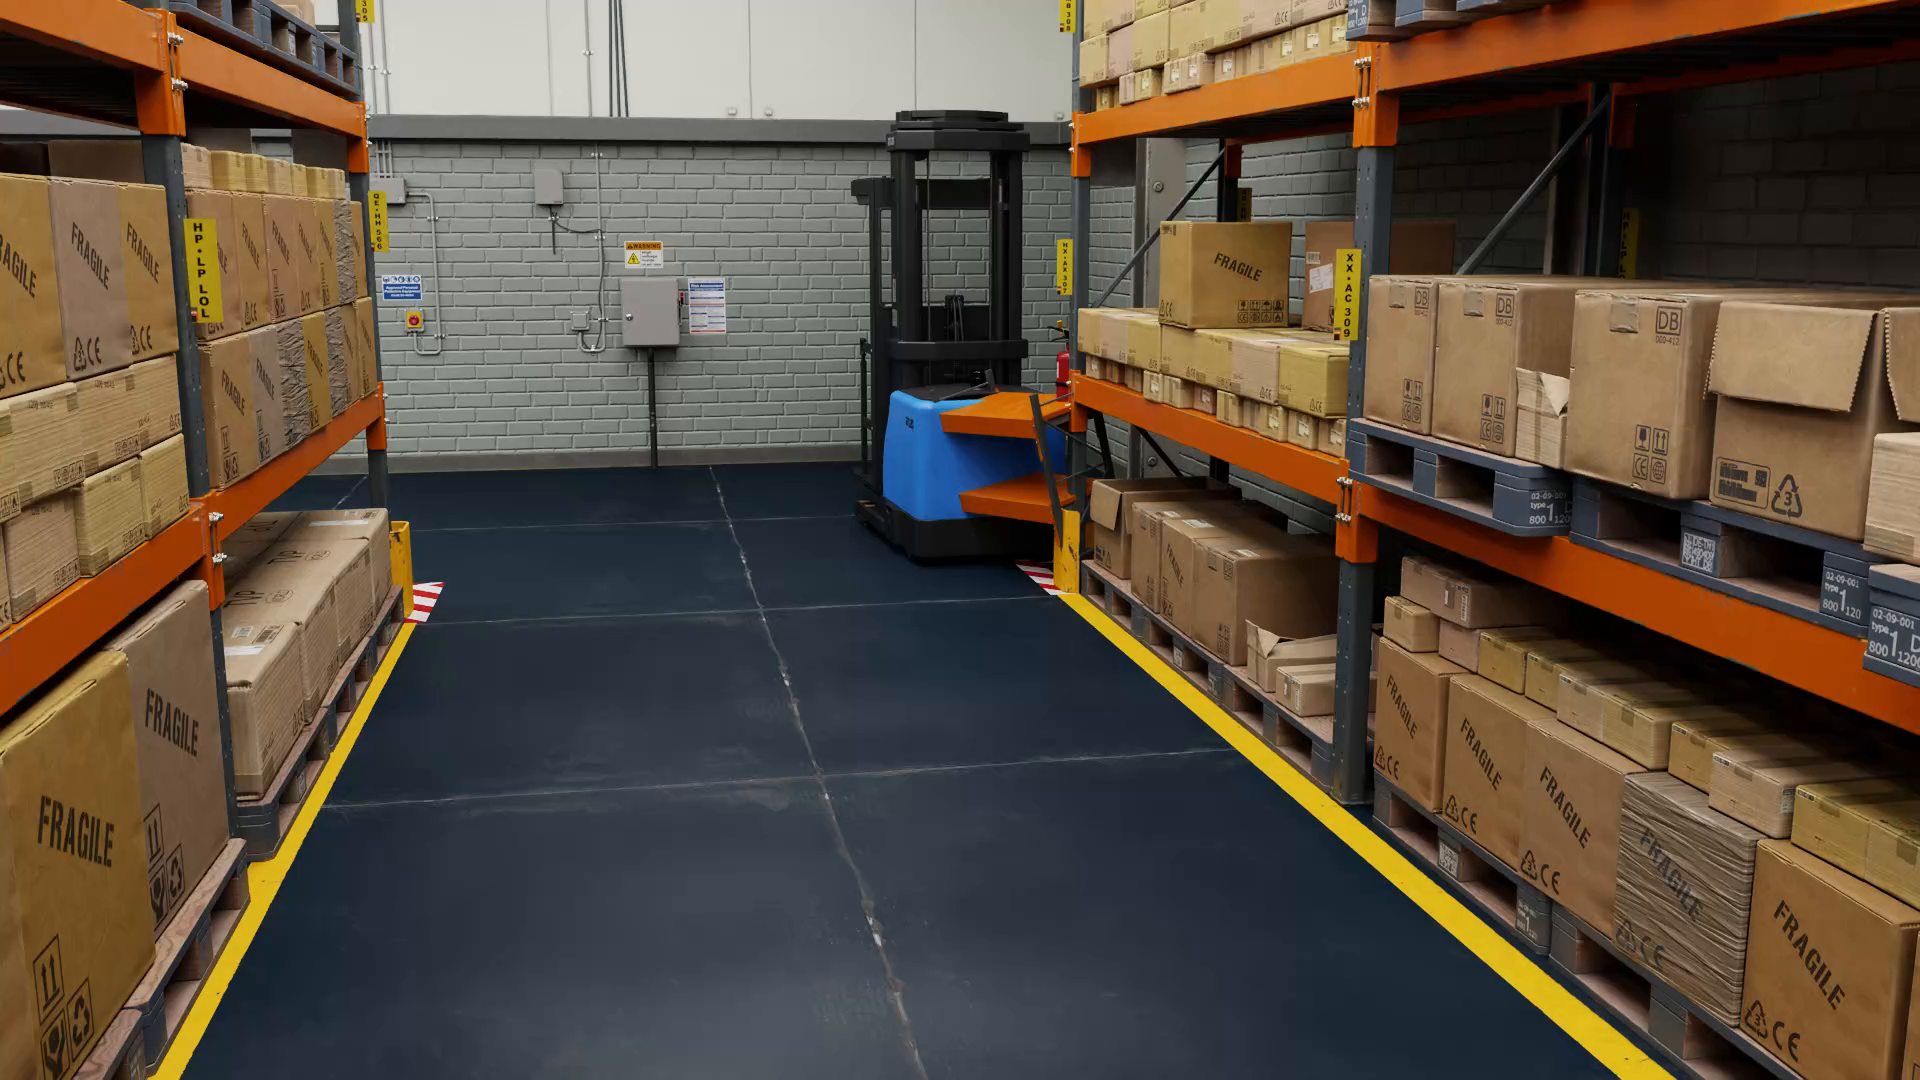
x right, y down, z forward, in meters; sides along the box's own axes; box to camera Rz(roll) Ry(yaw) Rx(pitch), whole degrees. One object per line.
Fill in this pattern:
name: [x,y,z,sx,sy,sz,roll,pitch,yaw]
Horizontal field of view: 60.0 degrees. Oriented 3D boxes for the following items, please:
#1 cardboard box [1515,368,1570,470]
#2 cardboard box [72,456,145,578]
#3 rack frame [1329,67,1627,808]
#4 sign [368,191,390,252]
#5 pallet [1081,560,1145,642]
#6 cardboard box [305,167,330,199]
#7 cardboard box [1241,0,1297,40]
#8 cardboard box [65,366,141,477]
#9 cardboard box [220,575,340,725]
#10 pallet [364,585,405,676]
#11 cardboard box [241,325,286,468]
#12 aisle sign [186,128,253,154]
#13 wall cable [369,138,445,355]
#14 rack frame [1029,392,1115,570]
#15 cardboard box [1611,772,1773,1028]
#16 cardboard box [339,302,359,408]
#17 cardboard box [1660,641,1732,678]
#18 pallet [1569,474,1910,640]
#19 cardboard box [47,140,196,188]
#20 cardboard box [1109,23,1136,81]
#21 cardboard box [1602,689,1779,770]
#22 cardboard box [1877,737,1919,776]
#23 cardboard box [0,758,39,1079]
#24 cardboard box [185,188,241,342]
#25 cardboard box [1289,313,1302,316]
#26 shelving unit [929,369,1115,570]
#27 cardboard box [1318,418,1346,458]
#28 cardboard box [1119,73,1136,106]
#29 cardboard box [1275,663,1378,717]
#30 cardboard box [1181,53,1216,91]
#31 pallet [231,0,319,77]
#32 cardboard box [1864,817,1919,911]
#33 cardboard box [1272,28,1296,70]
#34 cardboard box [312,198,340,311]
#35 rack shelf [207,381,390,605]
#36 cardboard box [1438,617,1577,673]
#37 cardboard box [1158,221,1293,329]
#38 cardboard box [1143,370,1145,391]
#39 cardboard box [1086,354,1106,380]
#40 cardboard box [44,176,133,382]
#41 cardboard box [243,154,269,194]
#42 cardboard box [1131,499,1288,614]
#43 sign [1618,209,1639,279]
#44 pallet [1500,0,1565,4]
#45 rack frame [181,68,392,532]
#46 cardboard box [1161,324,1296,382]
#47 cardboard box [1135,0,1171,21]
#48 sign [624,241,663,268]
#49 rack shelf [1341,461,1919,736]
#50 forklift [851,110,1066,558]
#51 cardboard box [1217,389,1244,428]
cardboard box: [1.830,-0.354,4.772,0.396,0.266,0.258,-2,11,-8]
cardboard box: [-2.500,-0.061,4.398,0.500,0.250,0.500,-2,11,-12]
rack frame: [1.936,-0.483,6.211,1.000,3.000,0.127,-2,11,-11]
sign: [-3.175,-1.738,9.073,0.100,0.325,0.005,-2,11,-11]
pallet: [1.329,0.314,9.485,1.003,0.211,1.213,-2,11,-11]
cardboard box: [-3.230,-1.698,7.919,0.380,0.149,0.250,-2,11,-10]
cardboard box: [1.485,-2.203,6.832,0.500,0.250,0.500,-3,11,-13]
cardboard box: [-2.503,-0.310,4.367,0.500,0.250,0.500,-2,11,-10]
cardboard box: [-3.124,0.468,6.947,0.875,0.438,0.875,-2,11,-13]
pallet: [-3.478,0.478,8.618,1.003,0.211,1.213,-2,11,-11]
cardboard box: [-2.860,-0.539,6.237,0.500,0.500,0.500,-2,11,-11]
aisle sign: [-4.009,-2.315,8.884,0.394,0.787,0.004,-2,11,-11]
wall cable: [-4.830,-2.583,14.444,0.585,1.953,0.123,-2,11,-11]
rack frame: [0.726,-0.402,10.049,0.500,1.125,0.032,-23,19,-32]
cardboard box: [2.110,0.920,4.402,0.500,0.500,0.500,-3,11,-13]
cardboard box: [-3.274,-0.913,8.203,0.500,0.500,0.500,-2,11,-12]
cardboard box: [2.478,0.416,5.318,0.380,0.149,0.250,-3,11,-14]
pallet: [2.331,-0.011,4.247,1.003,0.211,1.213,-2,11,-11]
cardboard box: [-2.739,-1.228,5.449,0.380,0.149,0.250,-2,11,-12]
cardboard box: [1.095,-2.579,8.805,0.500,0.250,0.500,-2,11,-10]
cardboard box: [2.060,0.533,4.702,0.380,0.149,0.250,-2,11,-9]
cardboard box: [2.614,0.612,4.288,0.380,0.149,0.250,-2,11,-11]
cardboard box: [-2.376,0.976,3.105,0.875,0.875,0.875,-2,11,-10]
cardboard box: [-2.787,-0.938,5.661,0.500,0.500,0.500,-2,11,-11]
cardboard box: [1.607,-1.120,9.162,0.500,0.250,0.500,-2,11,-11]
shelving unit: [0.425,-0.452,10.456,0.538,1.125,1.048,-23,19,-32]
cardboard box: [1.626,-0.409,6.493,0.380,0.149,0.250,-2,11,-10]
cardboard box: [1.049,-2.355,8.699,0.380,0.149,0.250,-2,11,-10]
cardboard box: [1.540,0.620,6.919,0.380,0.149,0.250,-2,11,-13]
cardboard box: [1.248,-2.169,7.722,0.380,0.149,0.250,-2,11,-10]
pallet: [-3.315,-2.105,6.950,1.003,0.211,1.213,-2,11,-11]
cardboard box: [2.271,0.724,3.700,0.380,0.149,0.250,-2,11,-9]
cardboard box: [1.488,-1.983,6.741,0.380,0.149,0.250,-2,11,-9]
cardboard box: [-3.159,-1.310,7.616,0.500,0.500,0.500,-2,11,-11]
rack shelf: [-3.321,-0.315,7.253,1.077,0.370,4.000,-2,11,-11]
cardboard box: [1.875,0.344,5.696,0.380,0.149,0.250,-2,11,-13]
cardboard box: [1.274,-1.289,8.047,0.500,0.500,0.500,-2,11,-10]
cardboard box: [1.179,-0.834,8.726,0.380,0.149,0.250,-2,11,-10]
cardboard box: [0.953,-1.023,9.719,0.380,0.149,0.250,-2,11,-11]
cardboard box: [-2.491,-0.674,4.276,0.500,0.500,0.500,-2,11,-10]
cardboard box: [-2.907,-1.417,6.444,0.380,0.149,0.250,-2,11,-13]
cardboard box: [1.312,0.079,8.821,0.700,0.500,0.500,-2,11,-9]
sign: [2.480,-1.072,6.212,0.100,0.325,0.005,-2,11,-11]
pallet: [2.199,-1.552,4.307,1.213,0.211,1.003,-2,11,-11]
rack frame: [-3.710,-1.035,9.113,1.000,3.000,0.127,-2,11,-11]
cardboard box: [1.302,-0.918,8.100,0.500,0.250,0.500,-2,11,-13]
cardboard box: [1.190,-2.732,8.273,0.500,0.250,0.500,-2,11,-12]
sign: [-2.835,-2.560,14.915,0.339,0.242,0.001,-2,11,-11]
rack shelf: [2.325,0.237,4.351,1.077,0.370,4.000,-2,11,-11]
forklift: [-0.161,-1.553,12.019,1.130,2.935,3.031,-3,11,-15]
cardboard box: [1.378,-0.597,7.484,0.380,0.149,0.250,-2,11,-12]
